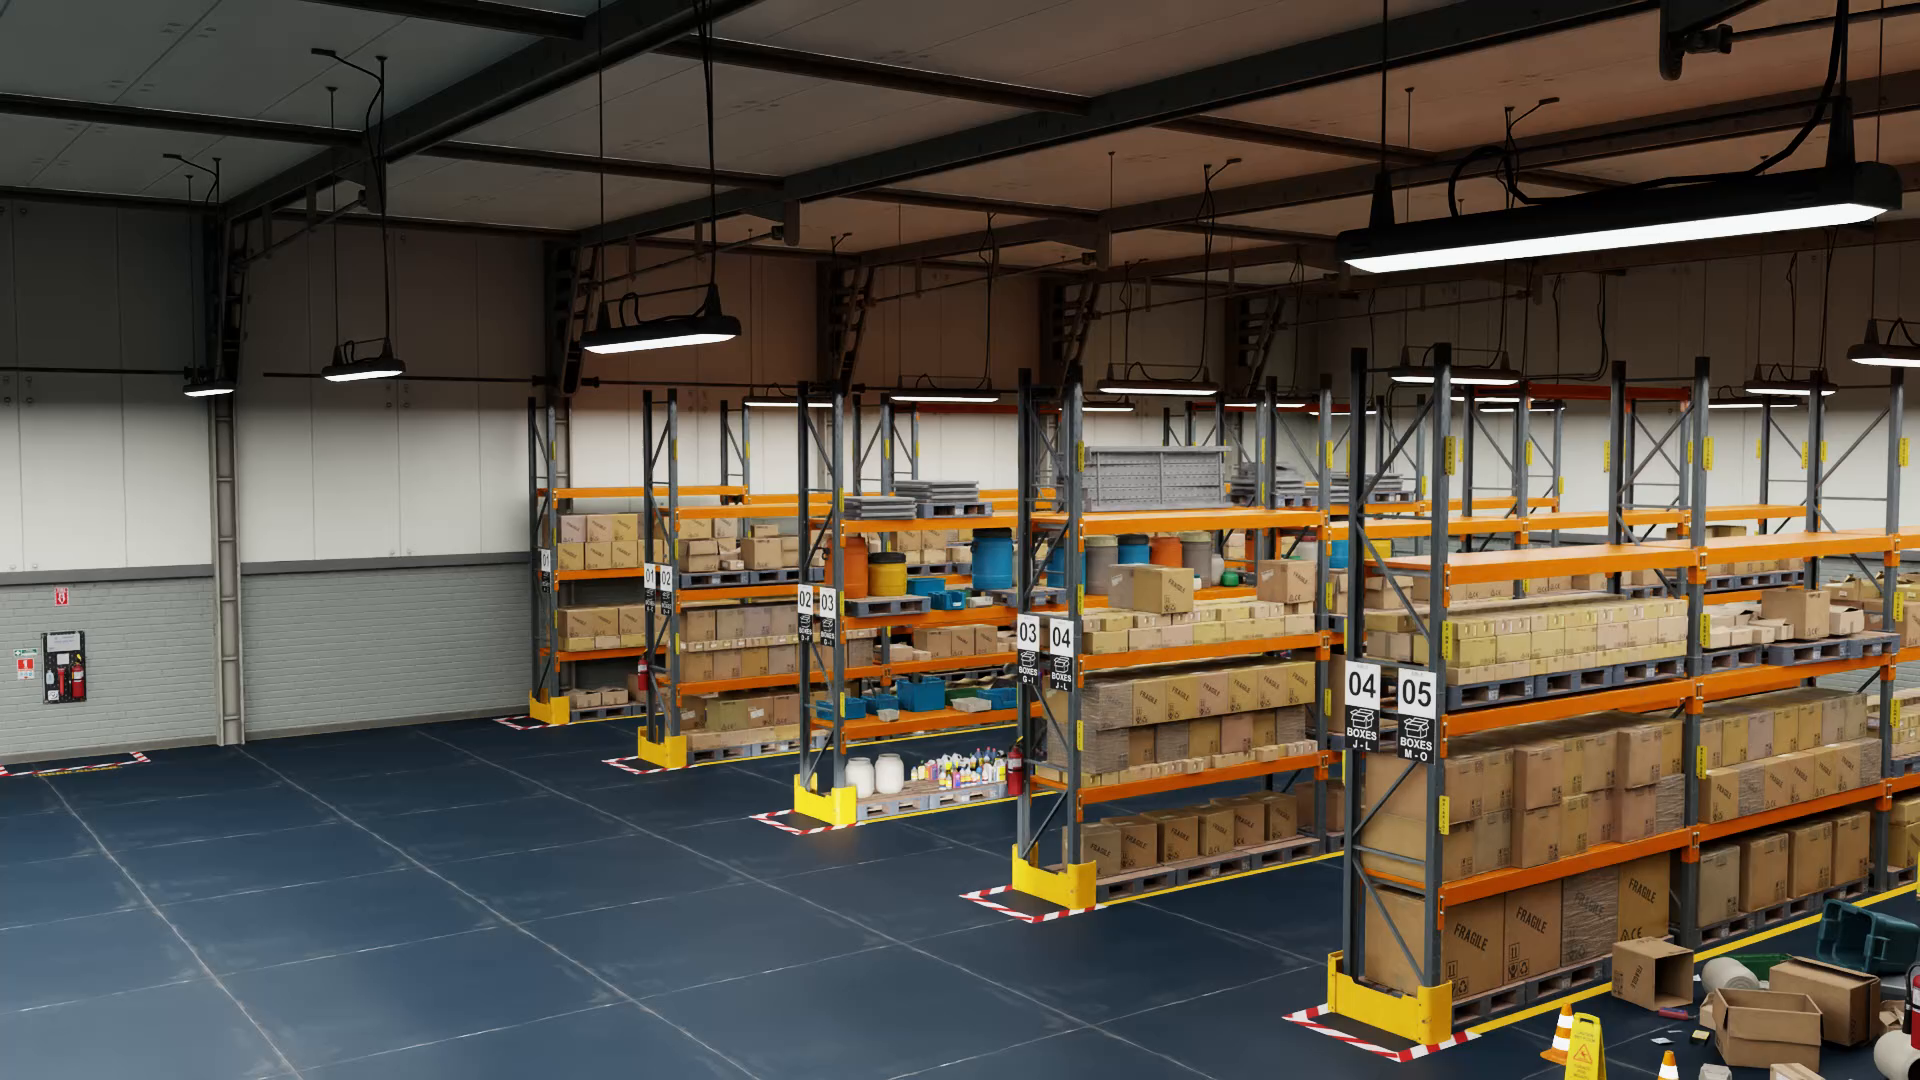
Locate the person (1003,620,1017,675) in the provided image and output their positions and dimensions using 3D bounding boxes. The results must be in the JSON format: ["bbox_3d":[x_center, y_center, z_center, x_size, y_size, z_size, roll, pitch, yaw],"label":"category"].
[{"bbox_3d":[1.197,2.390,34.371,0.904,1.466,0.407,-2,4,-31],"label":"person"}]

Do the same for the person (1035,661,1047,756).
[{"bbox_3d":[1.284,2.726,27.364,0.507,1.654,0.495,-2,4,-34],"label":"person"}]

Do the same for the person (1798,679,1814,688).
[{"bbox_3d":[12.995,2.917,25.563,0.972,1.423,0.374,-3,4,-38],"label":"person"}]
